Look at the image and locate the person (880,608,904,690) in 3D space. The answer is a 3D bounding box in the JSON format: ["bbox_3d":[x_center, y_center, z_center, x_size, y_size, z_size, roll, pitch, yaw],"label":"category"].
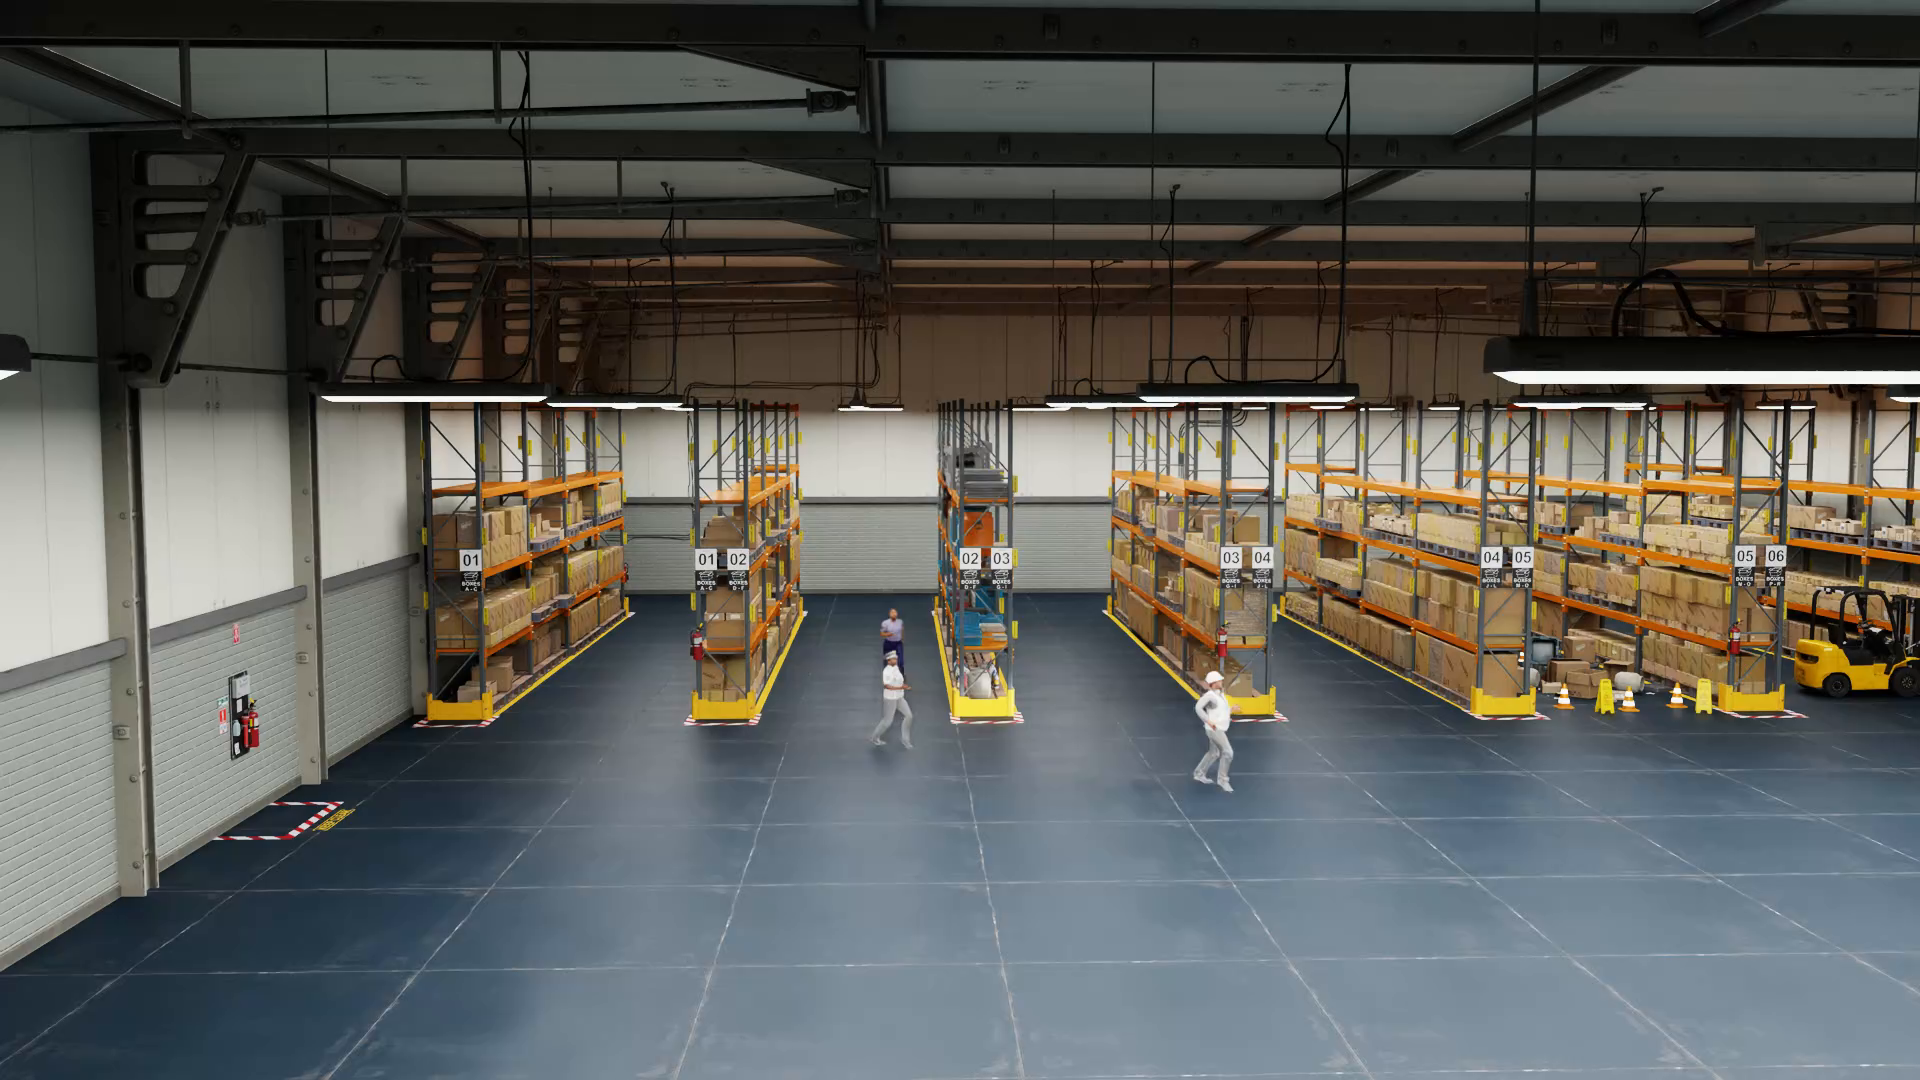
[{"bbox_3d":[-1.410,2.256,34.790,0.550,1.697,0.819,-1,4,-14],"label":"person"}]

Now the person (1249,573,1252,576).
[{"bbox_3d":[8.706,1.179,48.708,0.579,1.764,0.782,-2,5,-28],"label":"person"}]

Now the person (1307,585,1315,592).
[{"bbox_3d":[10.484,1.244,49.066,0.560,1.528,0.474,-4,6,-43],"label":"person"}]

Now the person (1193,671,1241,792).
[{"bbox_3d":[3.908,2.916,25.339,0.731,1.831,0.639,2,5,21],"label":"person"}]

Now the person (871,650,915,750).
[{"bbox_3d":[-1.149,2.739,28.457,0.779,1.732,0.582,2,5,29],"label":"person"}]
